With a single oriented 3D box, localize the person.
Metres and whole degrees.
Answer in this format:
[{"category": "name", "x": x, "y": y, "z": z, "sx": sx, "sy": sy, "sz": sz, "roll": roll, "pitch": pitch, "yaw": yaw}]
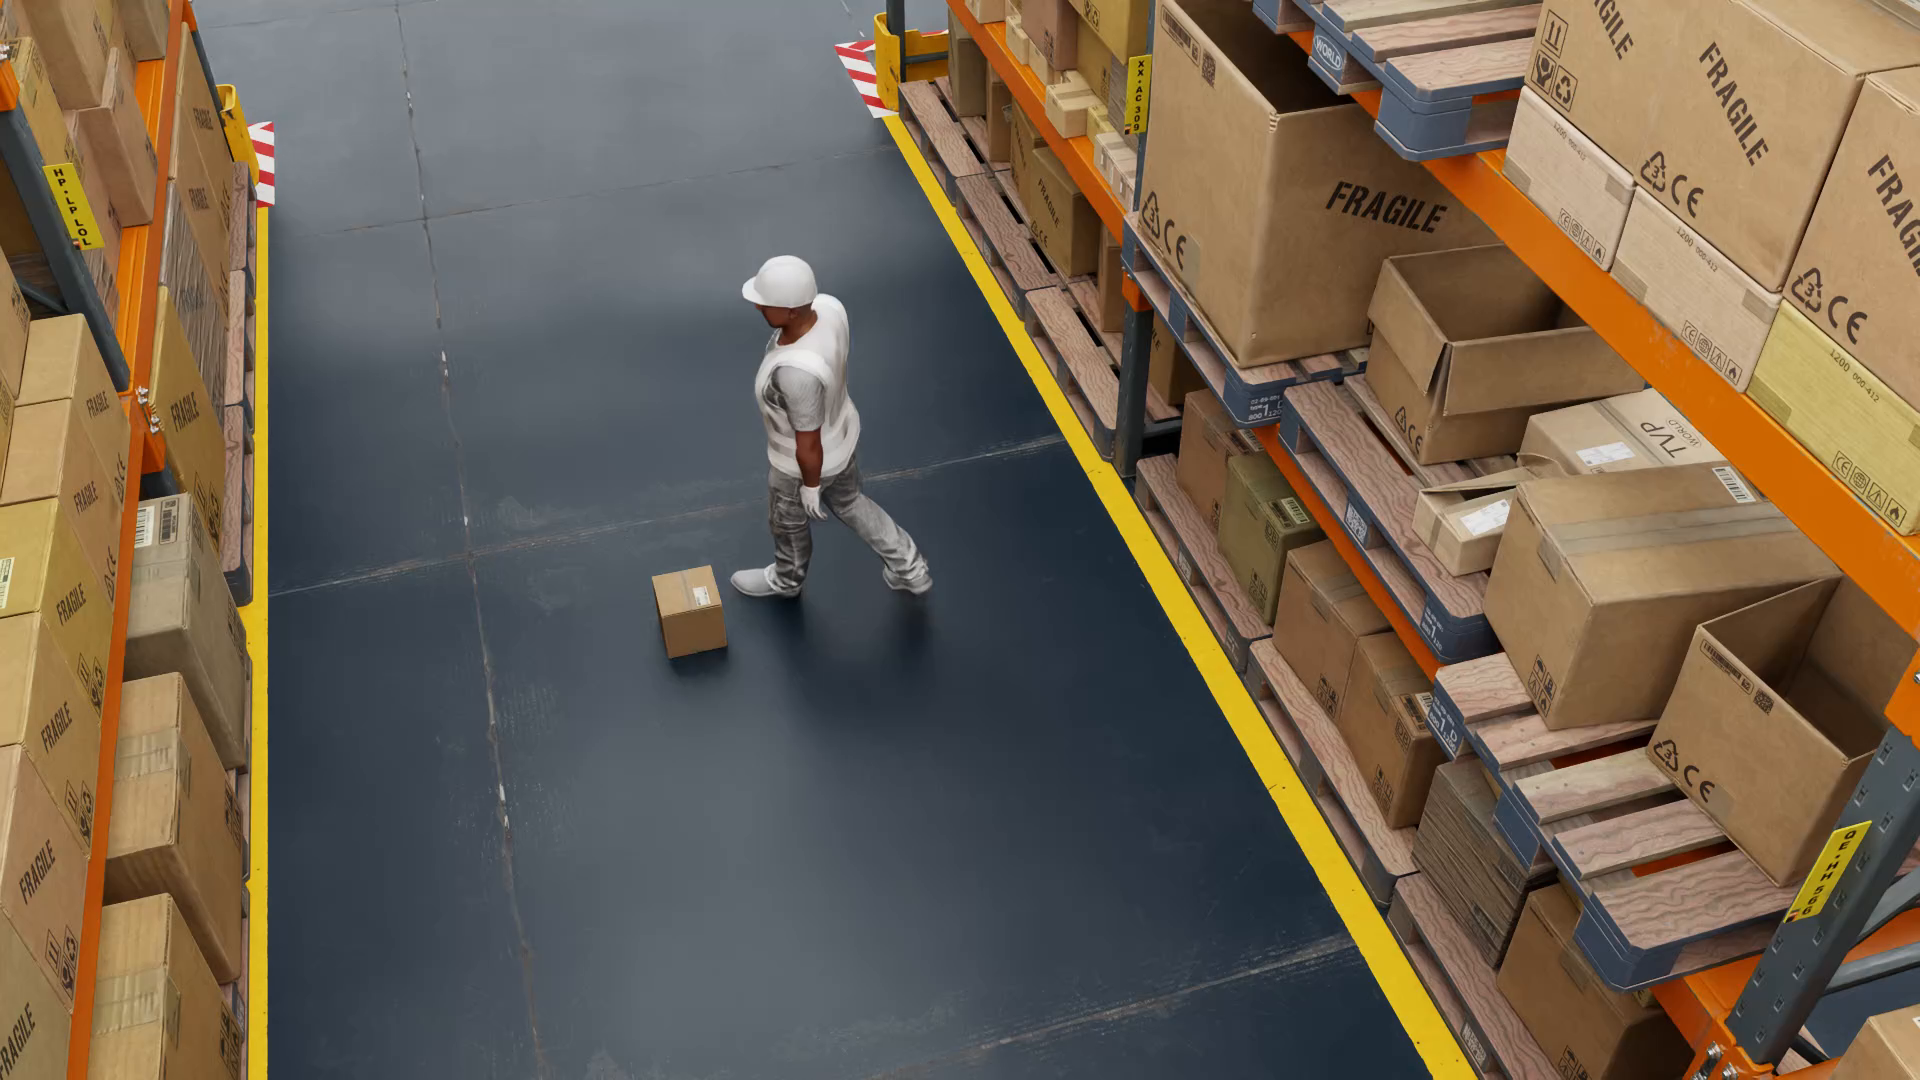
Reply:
[{"category": "person", "x": -0.547, "y": -0.391, "z": 6.587, "sx": 0.898, "sy": 1.770, "sz": 0.647, "roll": 9, "pitch": 43, "yaw": 10}]
